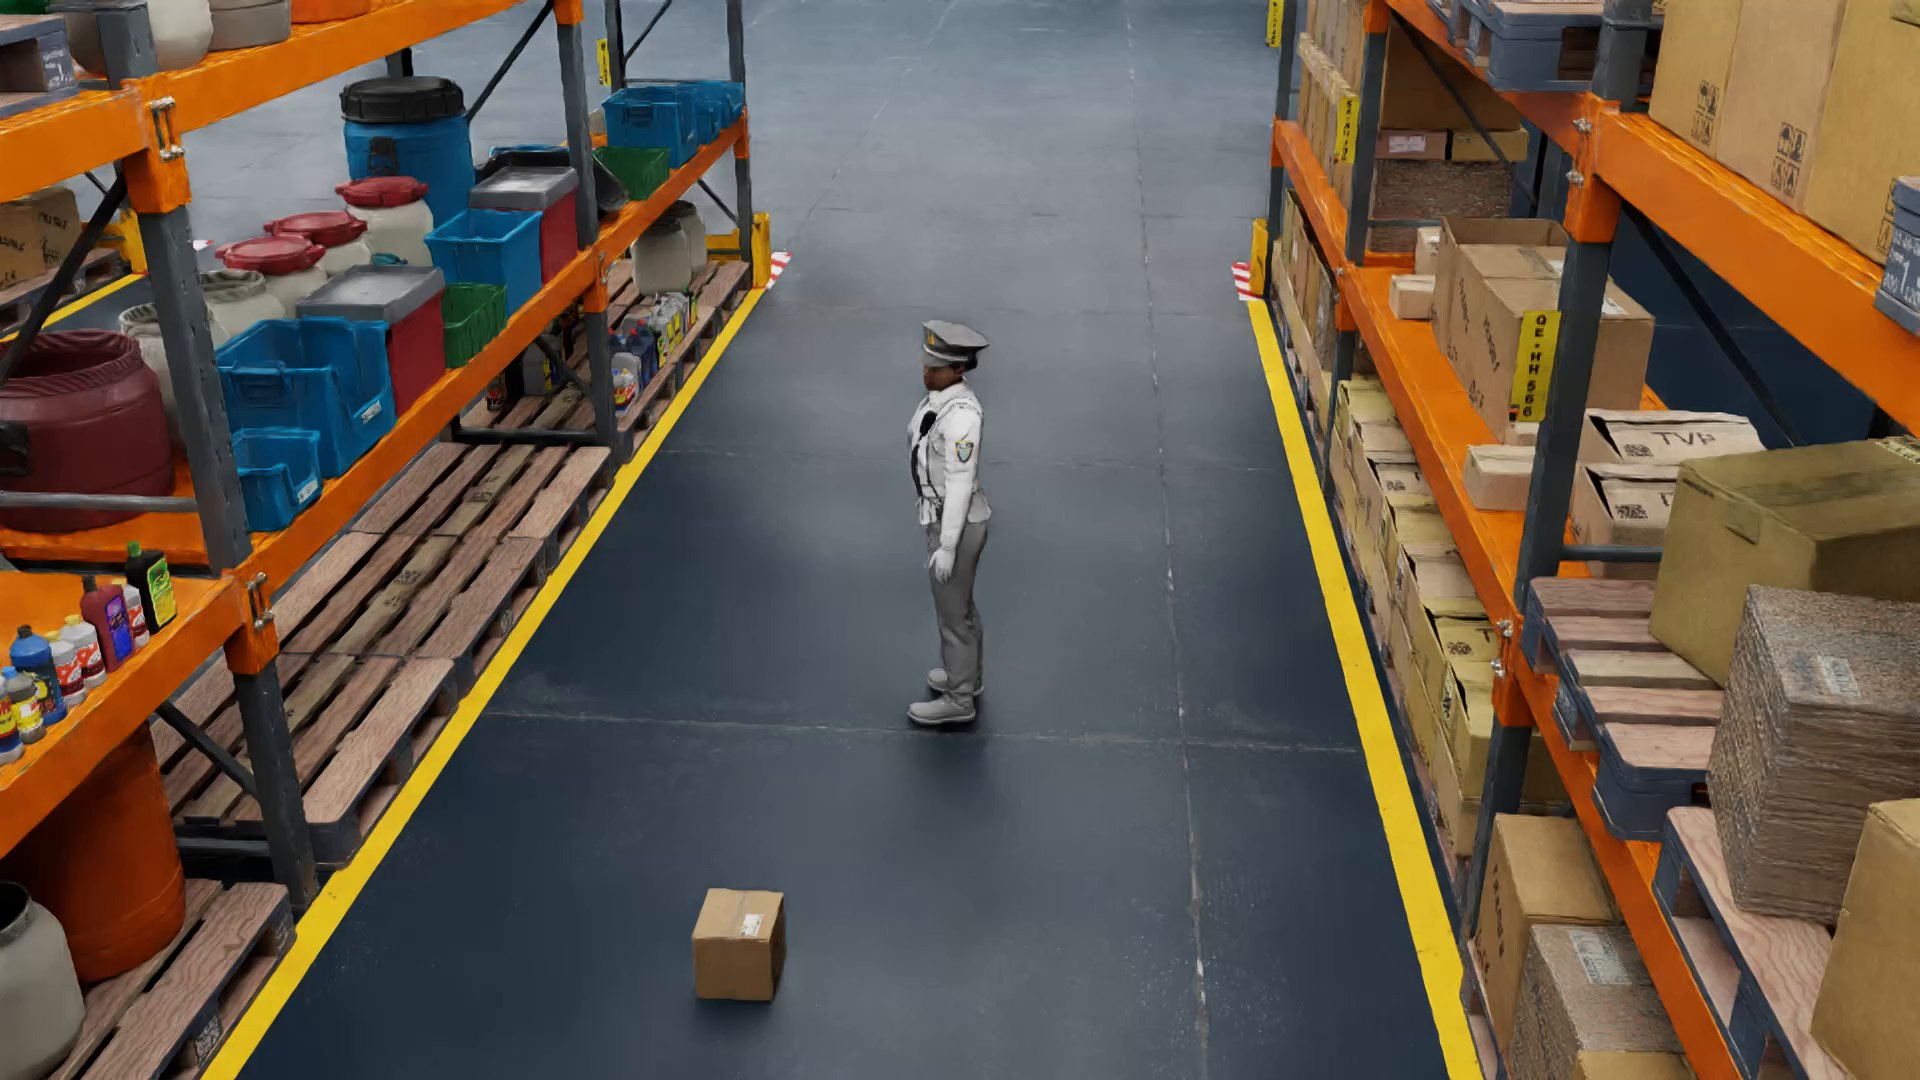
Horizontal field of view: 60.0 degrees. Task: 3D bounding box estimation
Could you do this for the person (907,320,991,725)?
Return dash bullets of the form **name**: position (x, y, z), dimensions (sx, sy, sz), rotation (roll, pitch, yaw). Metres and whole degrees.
- **person**: position (-0.054, -0.055, 6.650), dimensions (0.344, 1.687, 0.545), rotation (-2, 25, -4)
